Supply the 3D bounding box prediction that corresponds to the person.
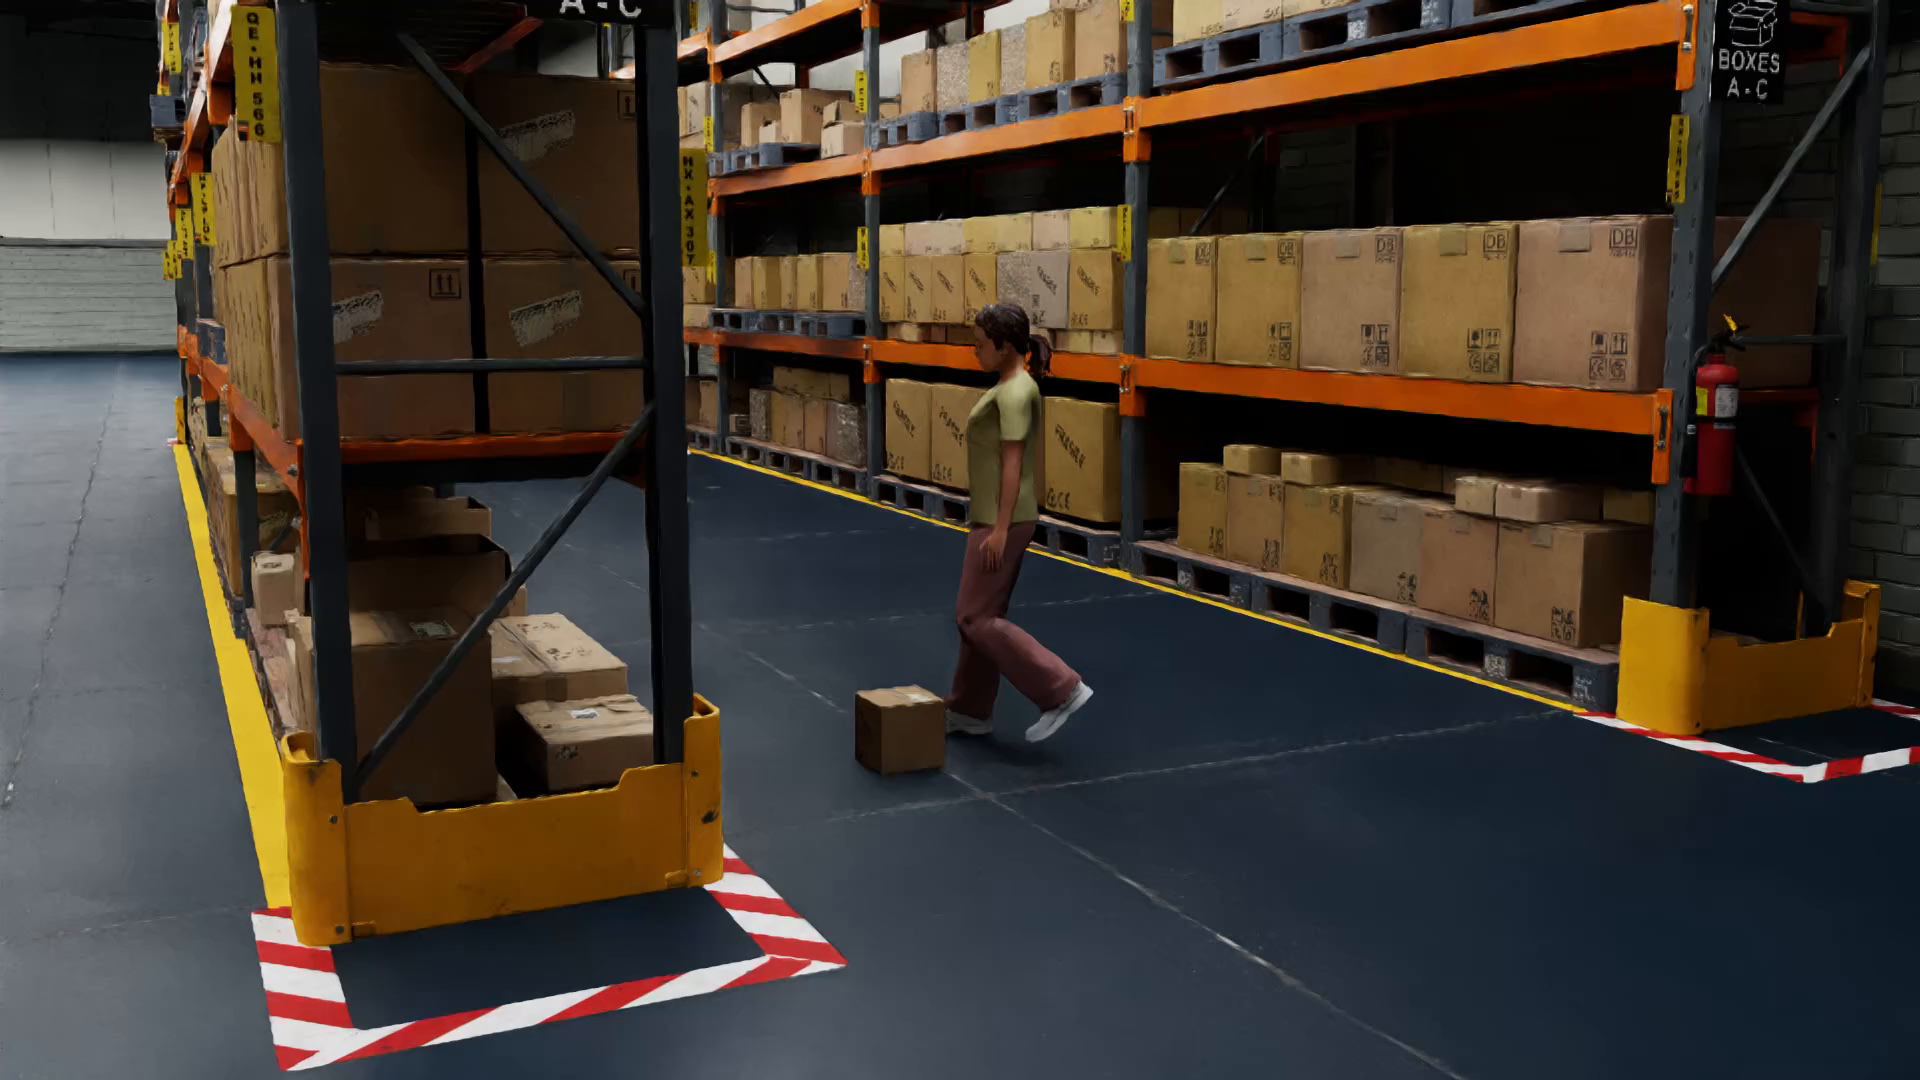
[{"bbox_3d":[0.159,-0.024,6.190,0.682,1.620,0.495,0,9,2],"label":"person"}]
